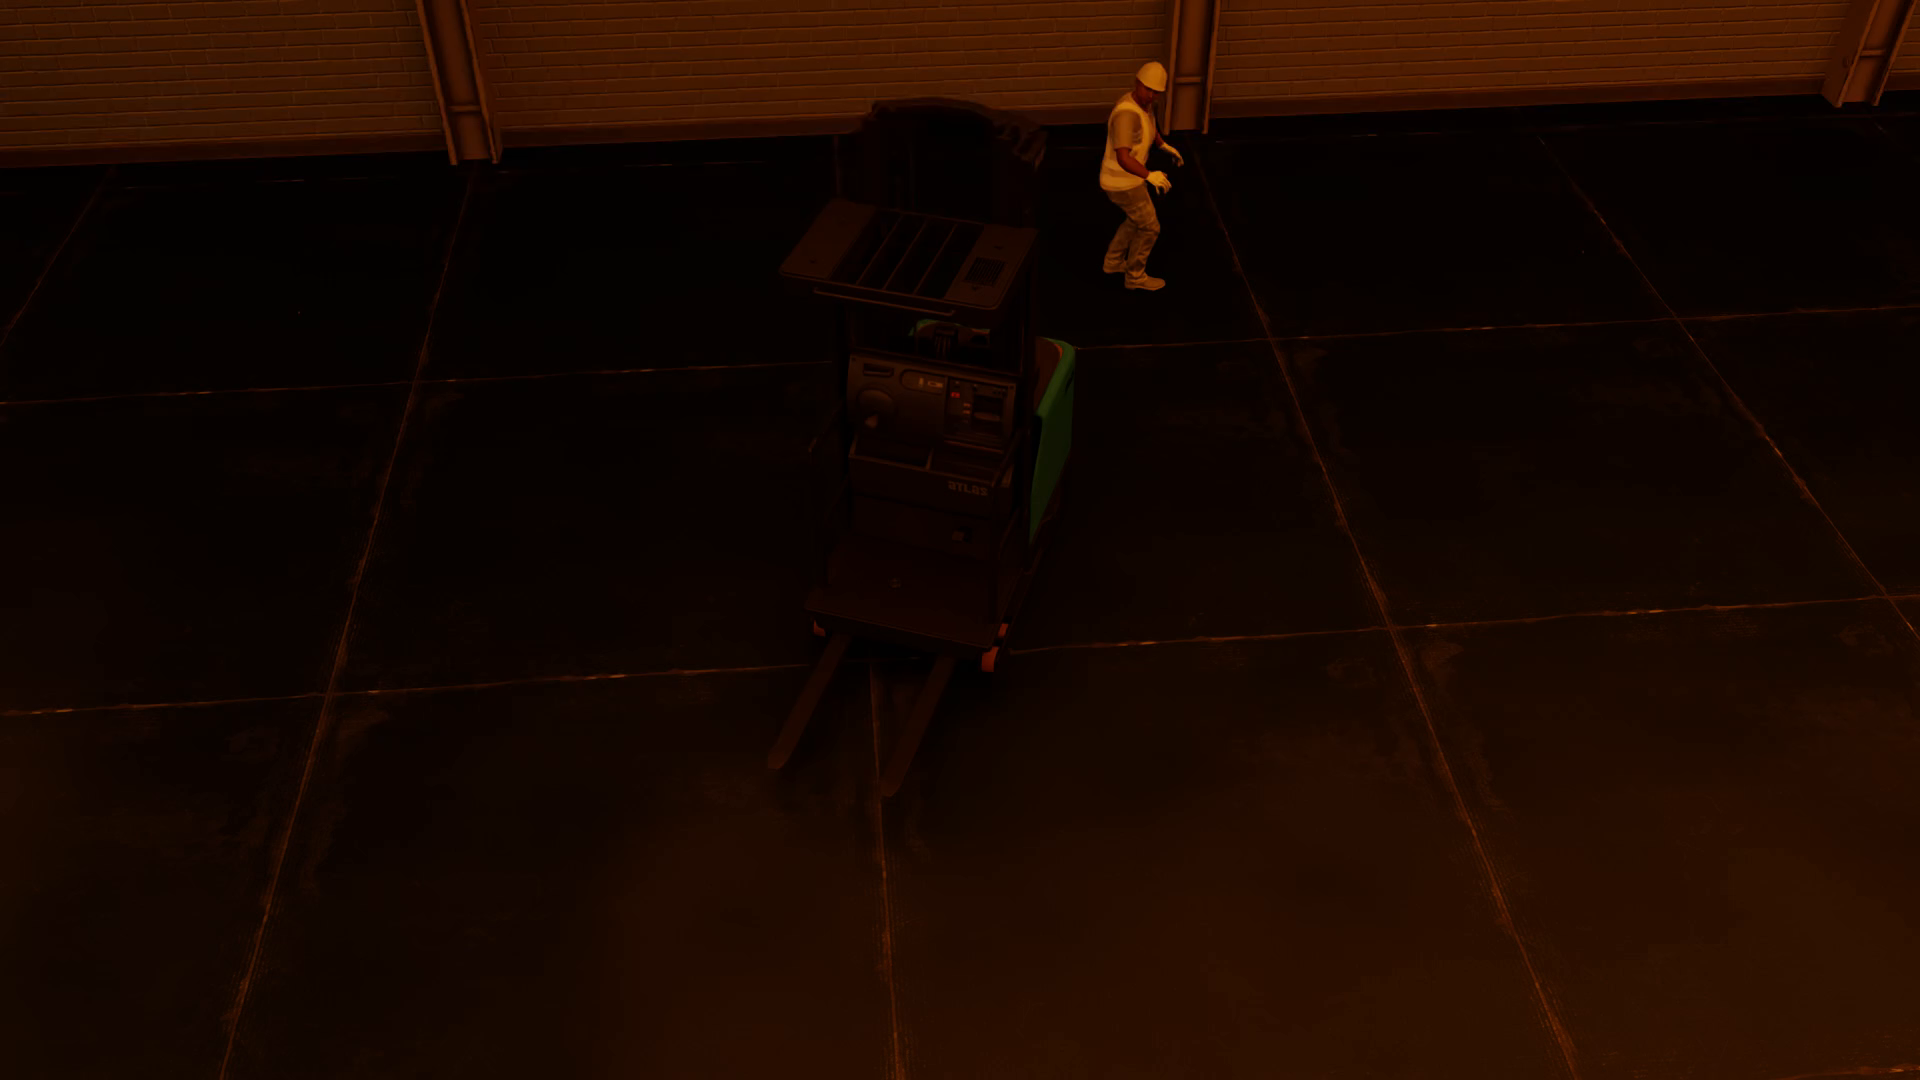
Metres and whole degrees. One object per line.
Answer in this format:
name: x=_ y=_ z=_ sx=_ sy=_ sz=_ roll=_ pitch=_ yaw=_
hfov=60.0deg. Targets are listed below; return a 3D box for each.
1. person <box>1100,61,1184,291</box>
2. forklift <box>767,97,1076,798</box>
person: x=1.303 y=-2.603 z=11.942 sx=0.592 sy=1.723 sz=0.808 roll=5 pitch=41 yaw=6
forklift: x=-0.218 y=-0.657 z=8.706 sx=1.130 sy=2.935 sz=3.031 roll=11 pitch=42 yaw=13
